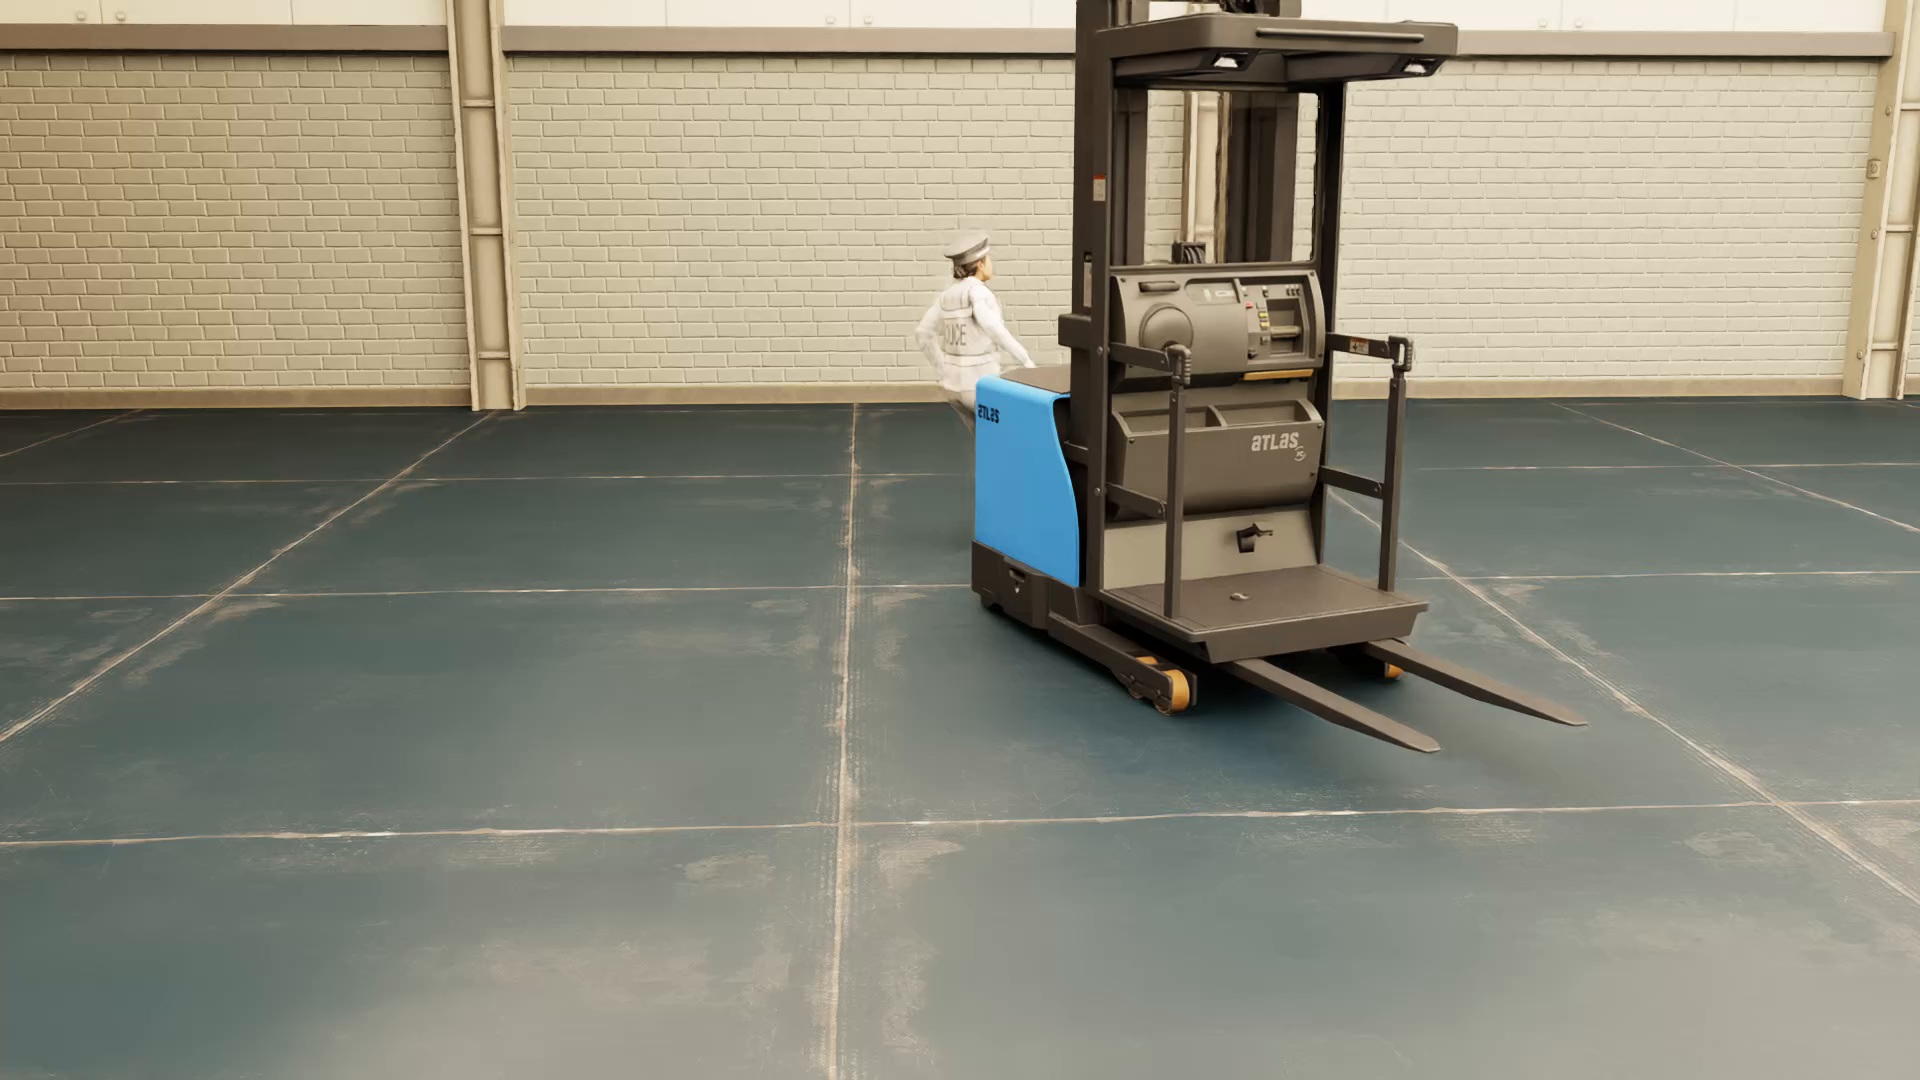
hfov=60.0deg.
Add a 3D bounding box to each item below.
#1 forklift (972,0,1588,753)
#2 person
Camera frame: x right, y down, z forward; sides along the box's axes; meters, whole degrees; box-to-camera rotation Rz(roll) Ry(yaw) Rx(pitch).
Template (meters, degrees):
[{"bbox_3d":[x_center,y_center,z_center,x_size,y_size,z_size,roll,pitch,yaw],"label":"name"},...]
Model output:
[{"bbox_3d":[1.126,-0.888,6.373,1.130,2.935,3.031,-6,14,-24],"label":"forklift"},{"bbox_3d":[0.242,-0.861,9.061,0.761,1.620,0.834,-7,14,-28],"label":"person"}]
